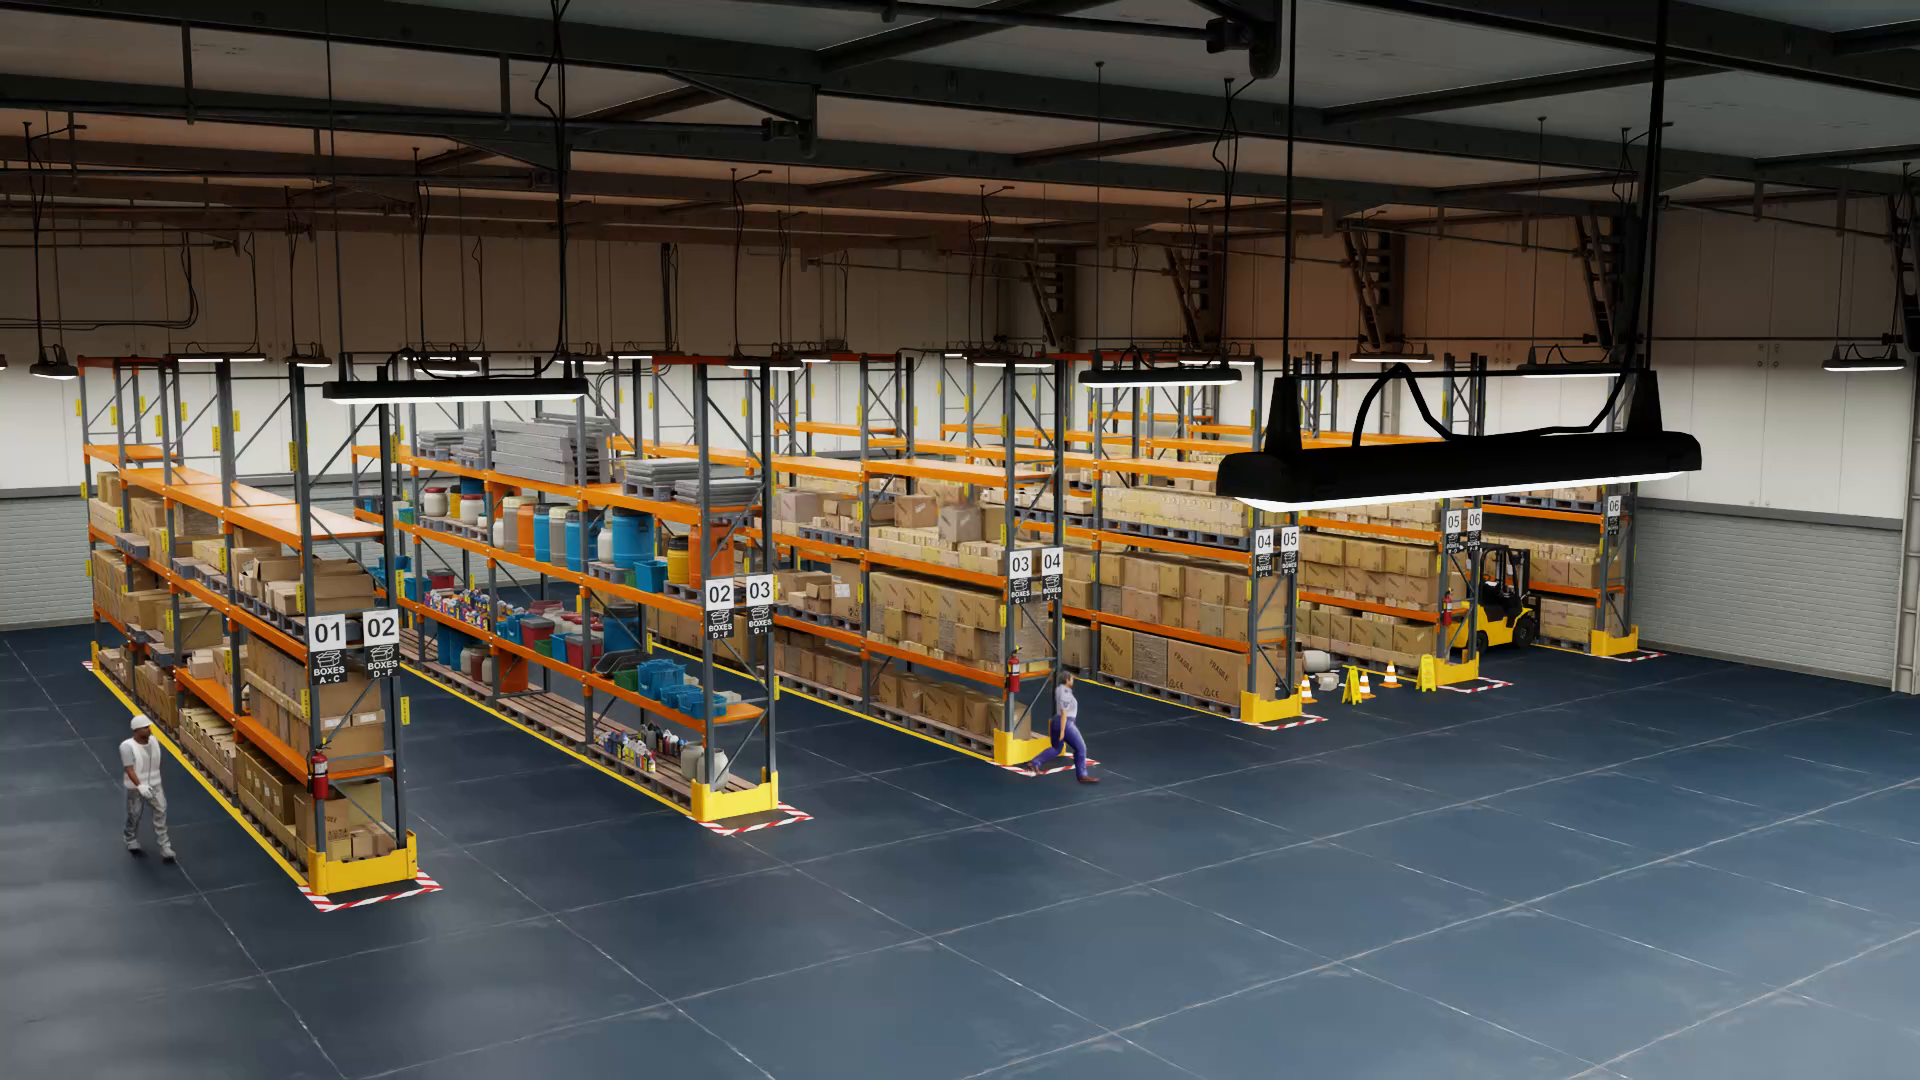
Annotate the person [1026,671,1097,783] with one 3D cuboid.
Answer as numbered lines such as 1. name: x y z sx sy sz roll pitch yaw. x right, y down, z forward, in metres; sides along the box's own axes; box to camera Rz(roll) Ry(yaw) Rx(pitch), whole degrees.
1. person: 1.459 2.664 23.798 0.948 1.580 0.498 -2 7 -14

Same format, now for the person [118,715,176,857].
1. person: -9.939 2.996 20.331 1.028 1.716 0.530 6 9 39

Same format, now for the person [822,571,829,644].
1. person: -2.744 1.447 33.331 0.564 1.662 1.078 -5 9 -38
